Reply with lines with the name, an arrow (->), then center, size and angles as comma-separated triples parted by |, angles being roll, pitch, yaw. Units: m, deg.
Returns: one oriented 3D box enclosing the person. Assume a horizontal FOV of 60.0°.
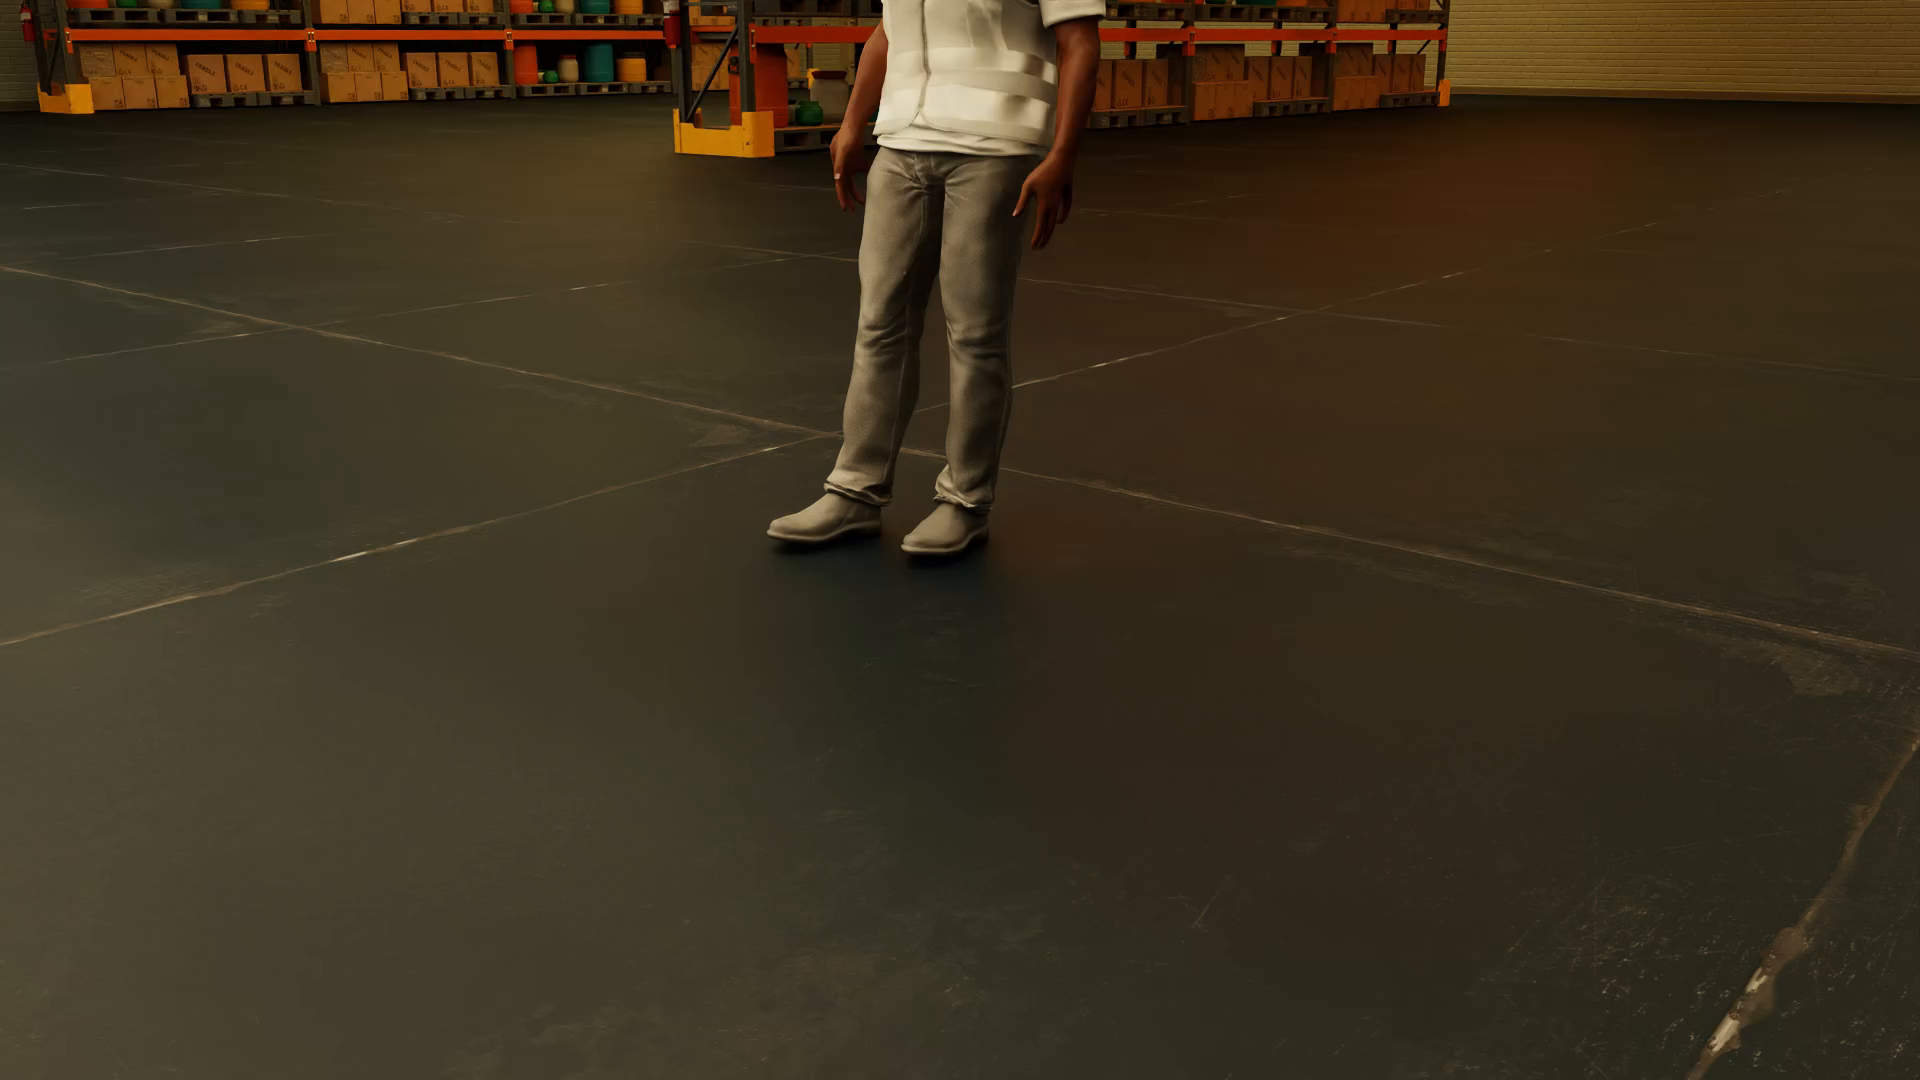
person -> -0.049, -0.838, 3.635 | 0.665, 1.768, 0.575 | 13, 21, 37
